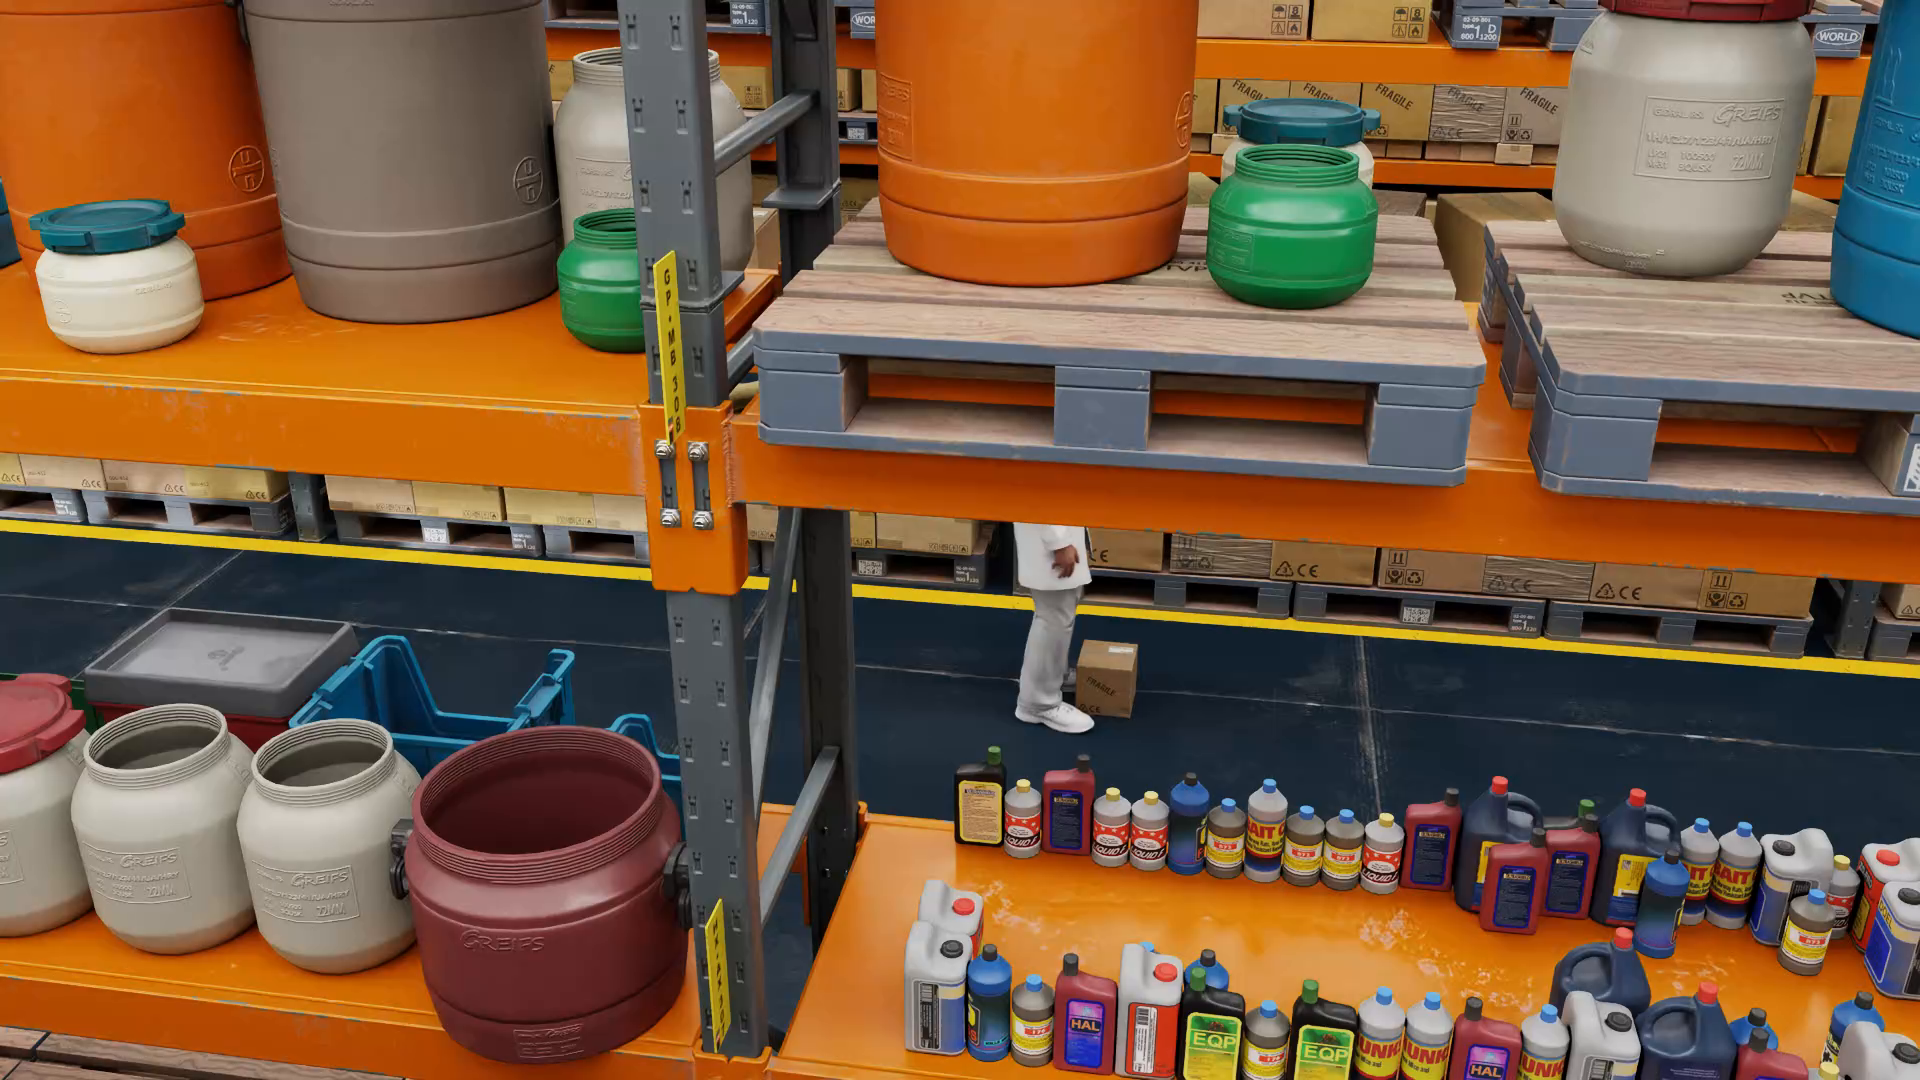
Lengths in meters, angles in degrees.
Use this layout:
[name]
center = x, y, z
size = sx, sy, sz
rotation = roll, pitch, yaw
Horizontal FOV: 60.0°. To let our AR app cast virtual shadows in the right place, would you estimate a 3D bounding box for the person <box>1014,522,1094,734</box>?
[person]
center = 0.427, -0.072, 7.281
size = 0.423, 1.775, 0.655
rotation = 3, 25, 6
